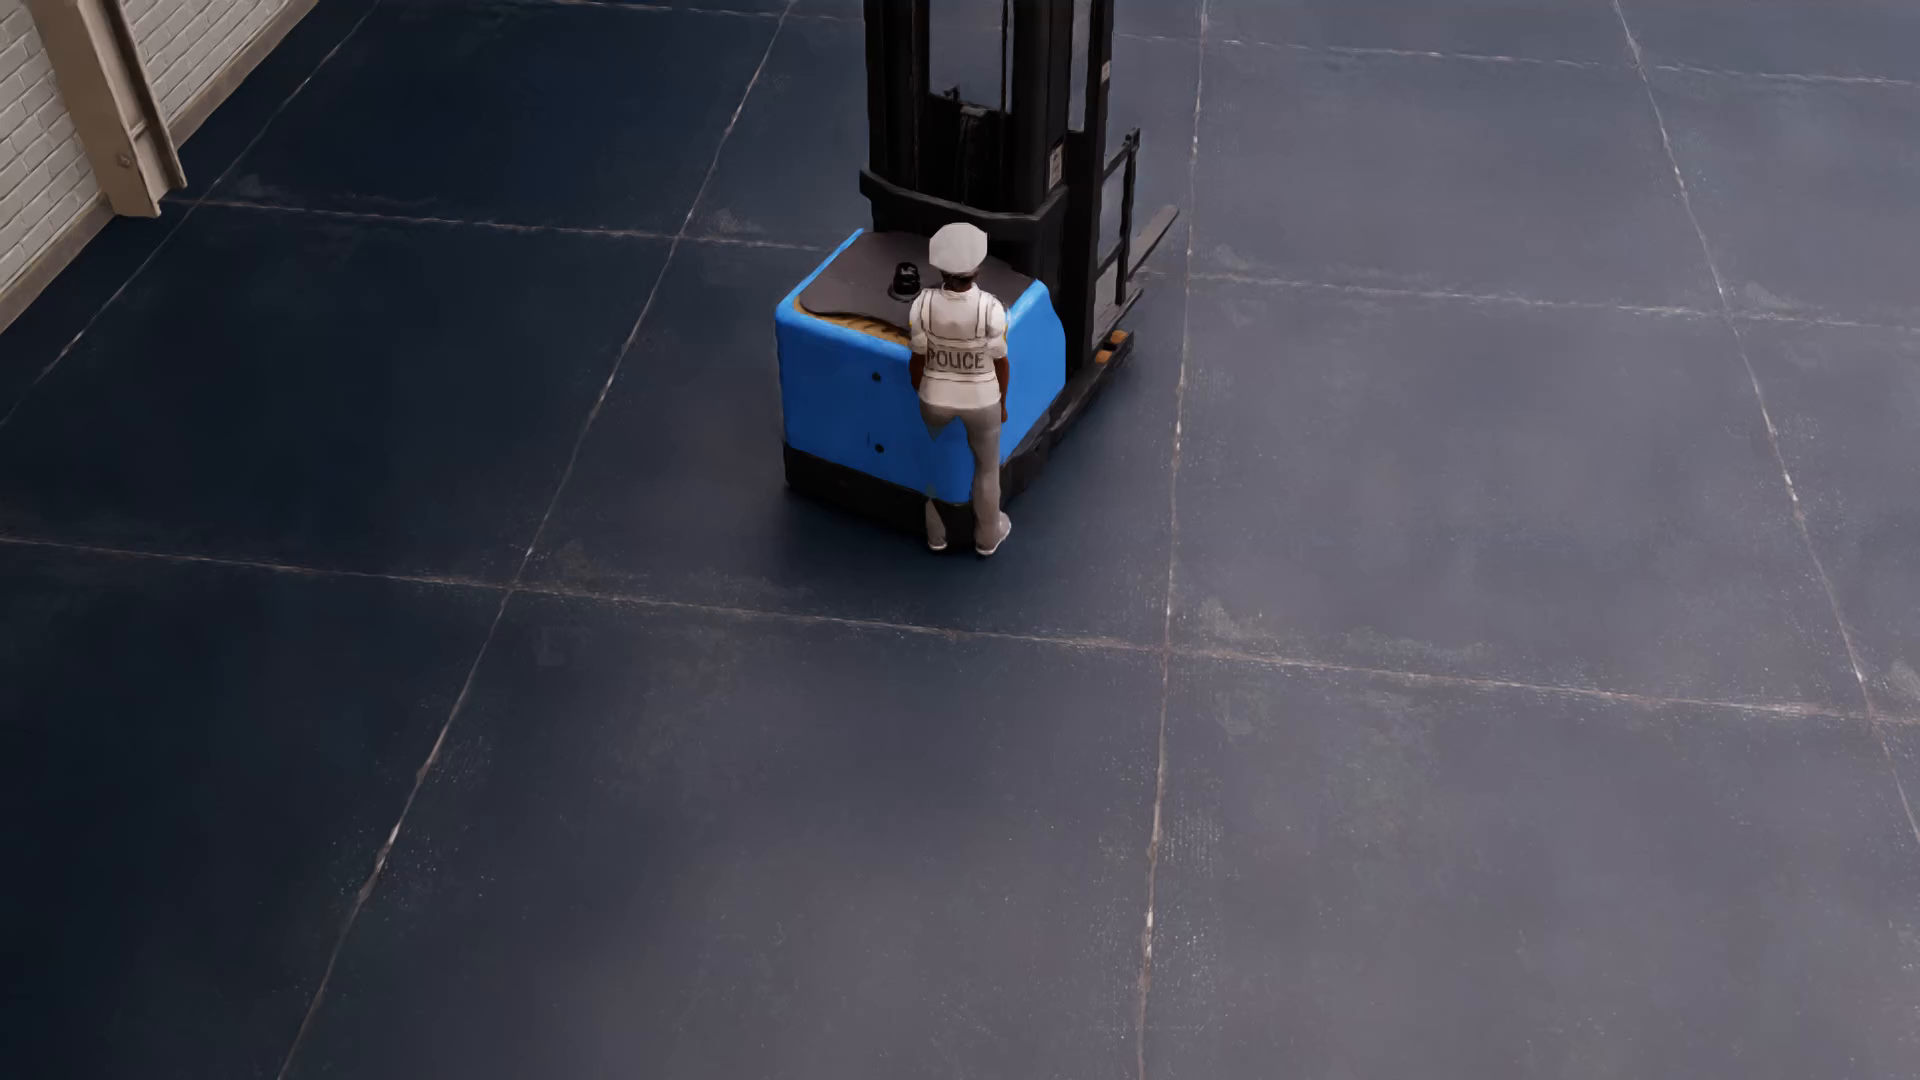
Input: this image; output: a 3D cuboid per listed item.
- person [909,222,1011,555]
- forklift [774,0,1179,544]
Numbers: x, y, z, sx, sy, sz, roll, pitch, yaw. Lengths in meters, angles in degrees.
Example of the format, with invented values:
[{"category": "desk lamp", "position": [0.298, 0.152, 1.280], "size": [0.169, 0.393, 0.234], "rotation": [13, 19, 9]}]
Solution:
[{"category": "person", "position": [0.009, -0.634, 7.335], "size": [0.446, 1.692, 0.339], "rotation": [5, 43, 6]}, {"category": "forklift", "position": [0.278, -2.054, 7.961], "size": [1.130, 2.935, 3.031], "rotation": [19, 46, 20]}]
